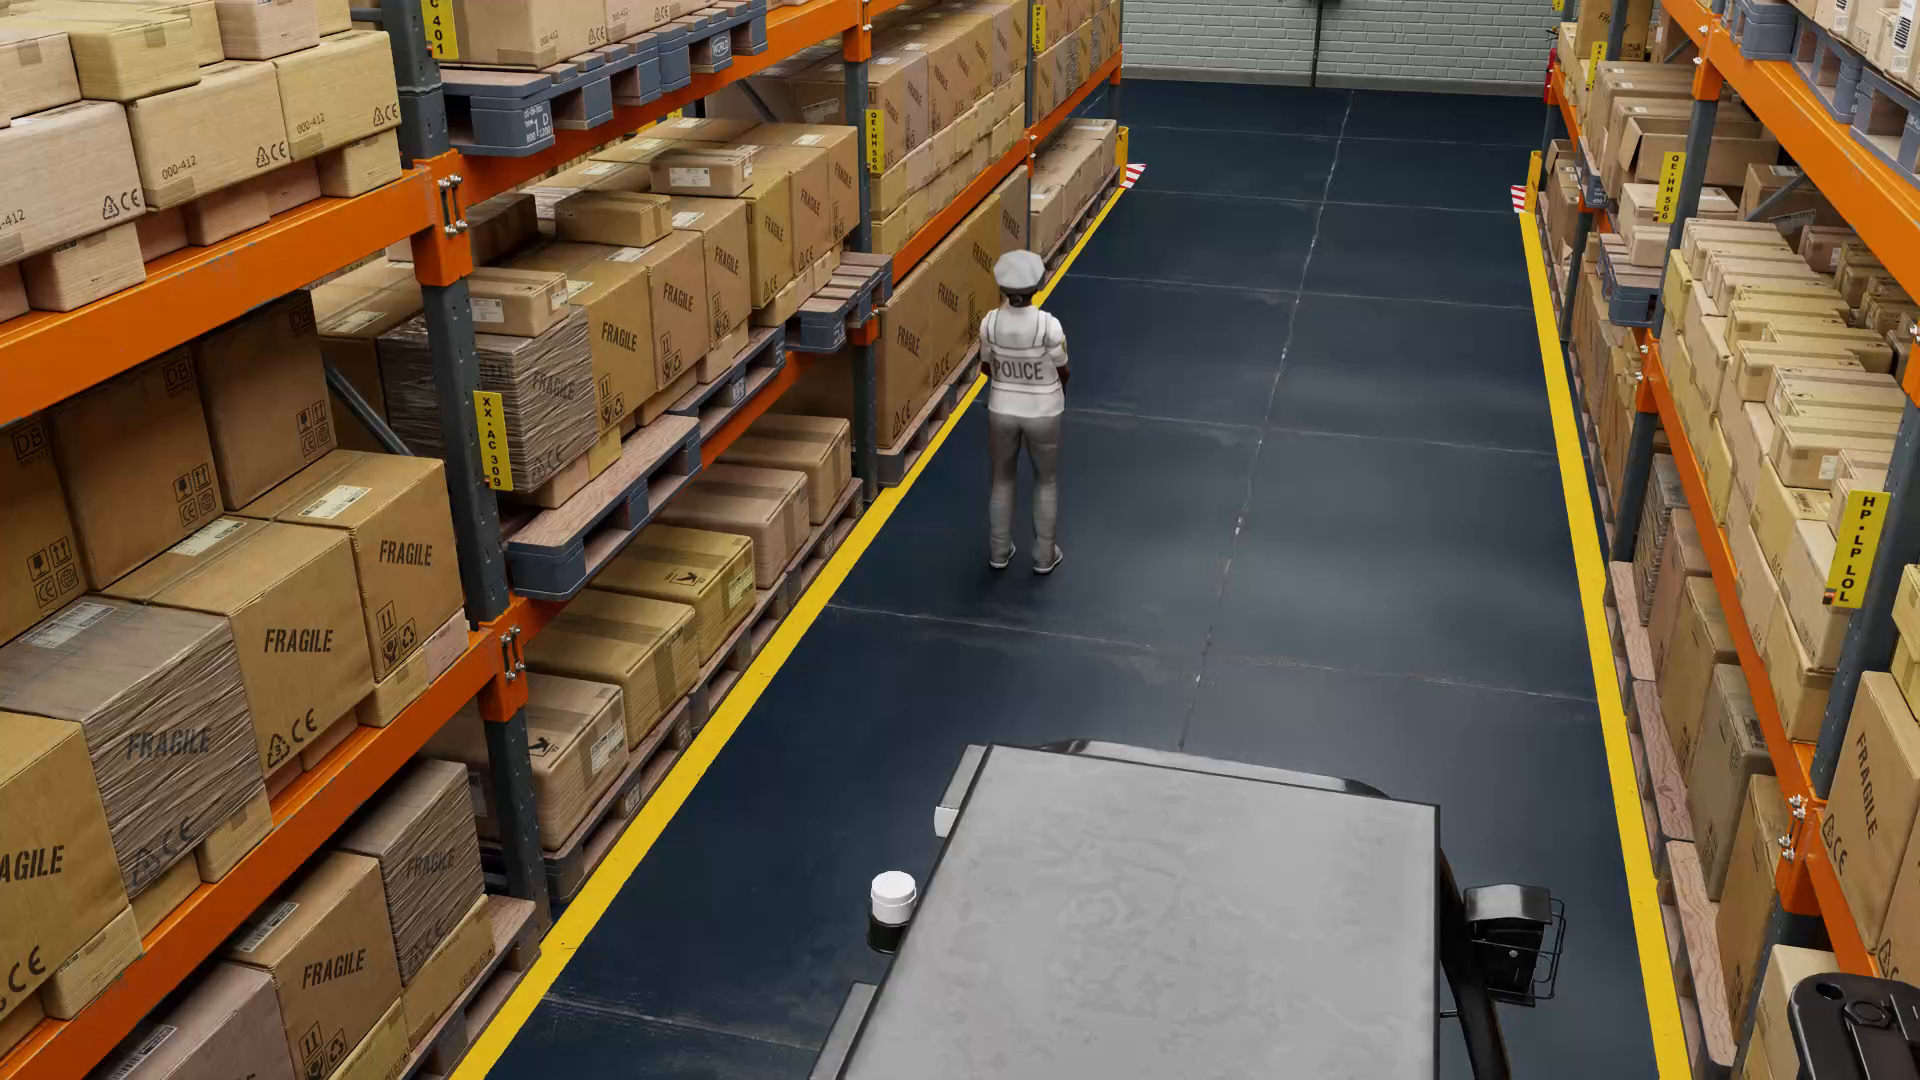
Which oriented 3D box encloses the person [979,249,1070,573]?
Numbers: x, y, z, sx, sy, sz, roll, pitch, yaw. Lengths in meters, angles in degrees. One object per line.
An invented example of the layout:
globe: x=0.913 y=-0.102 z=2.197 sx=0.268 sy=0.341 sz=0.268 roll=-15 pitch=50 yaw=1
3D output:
person: x=0.337 y=-0.667 z=8.470 sx=0.454 sy=1.694 sz=0.530 roll=6 pitch=26 yaw=13
